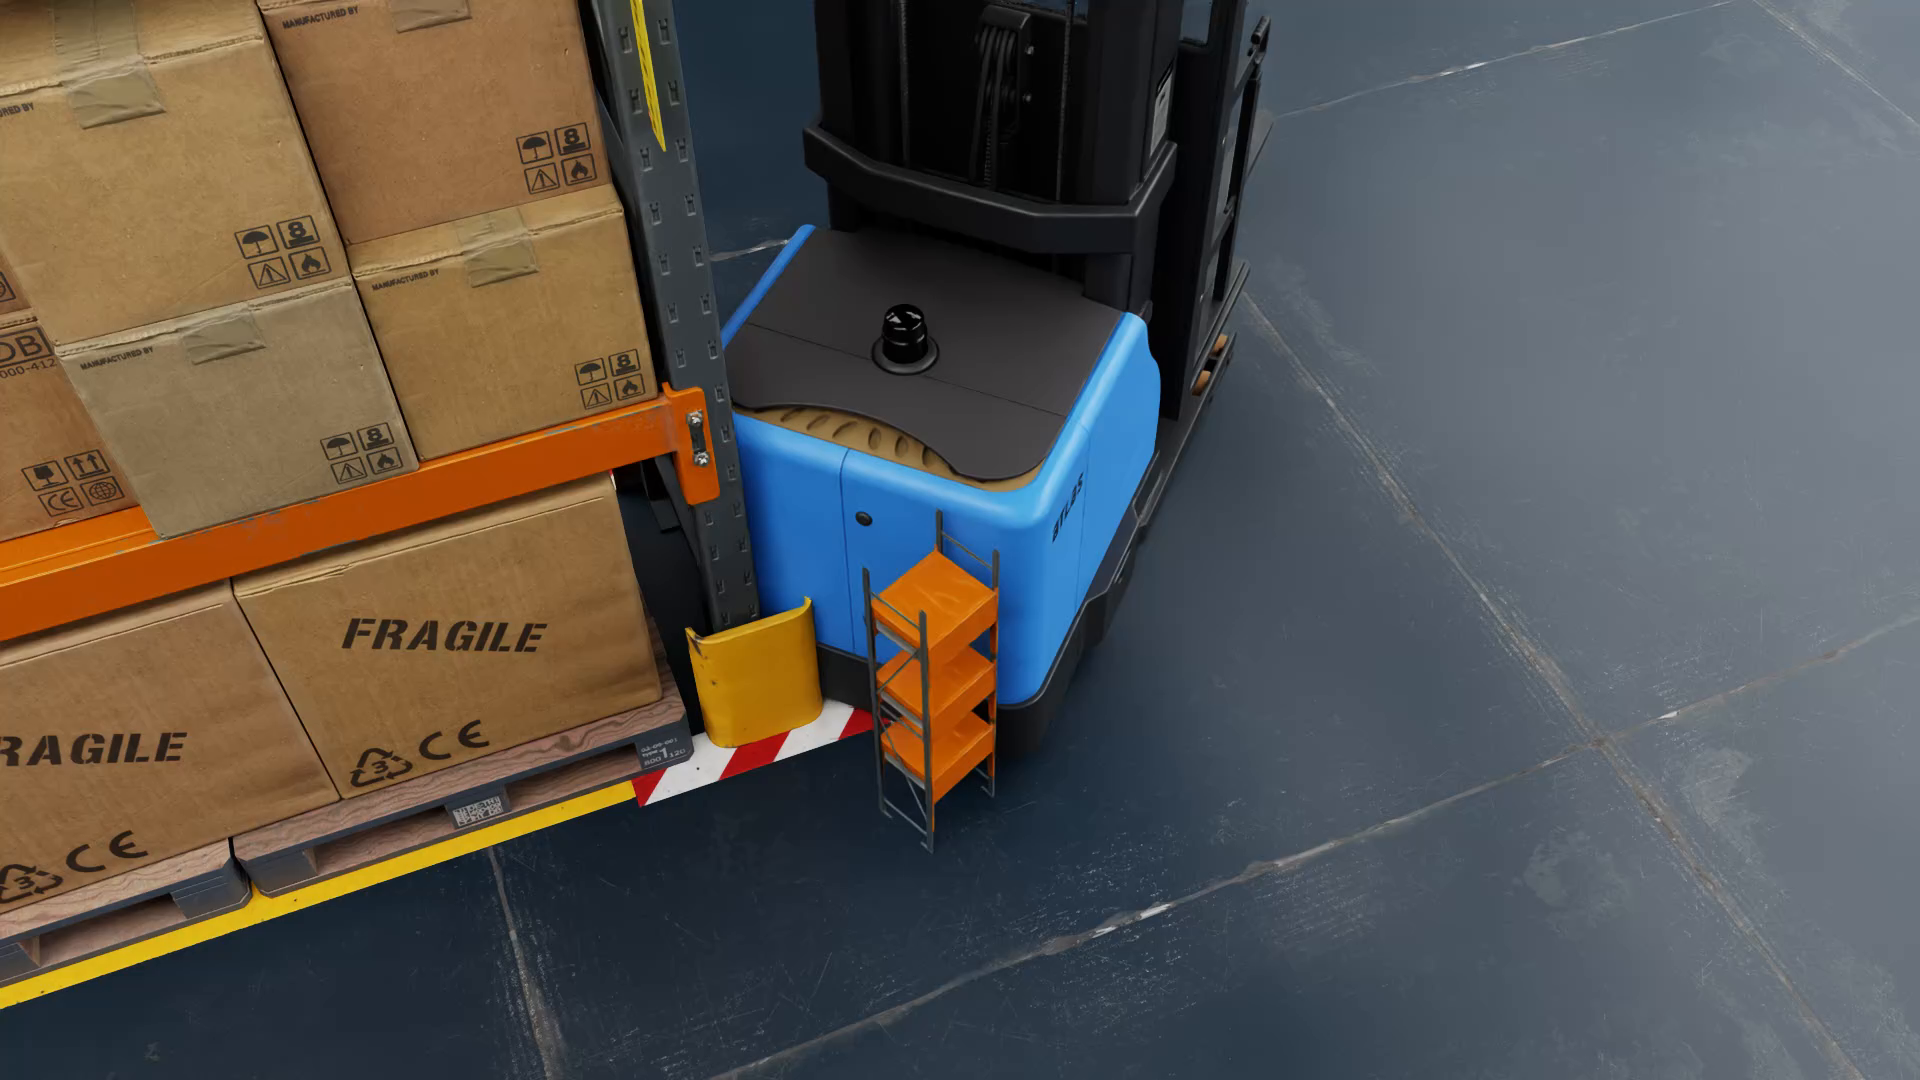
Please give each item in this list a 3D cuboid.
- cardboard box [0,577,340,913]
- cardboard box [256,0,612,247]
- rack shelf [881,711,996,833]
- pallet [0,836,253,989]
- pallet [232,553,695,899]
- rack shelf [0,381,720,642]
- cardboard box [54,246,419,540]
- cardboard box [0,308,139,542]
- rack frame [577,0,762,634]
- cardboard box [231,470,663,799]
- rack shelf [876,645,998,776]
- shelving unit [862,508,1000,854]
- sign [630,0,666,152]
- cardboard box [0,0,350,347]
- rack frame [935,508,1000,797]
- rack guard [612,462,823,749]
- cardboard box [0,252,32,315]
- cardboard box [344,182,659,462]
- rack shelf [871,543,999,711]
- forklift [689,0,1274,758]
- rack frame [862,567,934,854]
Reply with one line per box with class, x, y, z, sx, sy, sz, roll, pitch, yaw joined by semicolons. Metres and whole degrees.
cardboard box;-2.197;0.230;4.199;0.875;0.875;0.875;-18;52;-15
cardboard box;-1.139;-1.142;3.443;0.550;0.550;0.875;-17;52;-14
rack shelf;-0.064;0.577;4.442;0.215;0.259;0.240;35;58;27
pallet;-2.619;0.720;4.493;1.213;0.211;1.003;-17;52;-14
pallet;-1.491;0.373;4.791;1.213;0.211;1.003;-17;52;-14
rack shelf;-2.632;-0.012;3.757;4.000;0.370;1.077;-17;52;-14
cardboard box;-1.608;-0.558;3.653;0.550;0.550;0.875;-17;52;-14
cardboard box;-2.174;-0.485;3.591;0.550;0.550;0.875;-17;52;-14
rack frame;-0.781;-0.820;3.977;0.127;3.000;1.000;-17;52;-14
cardboard box;-1.383;-0.024;4.417;0.875;0.875;0.875;-17;51;-14
rack shelf;-0.065;0.396;4.231;0.215;0.259;0.240;35;58;27
shelving unit;-0.065;0.389;4.223;0.215;1.050;0.252;35;58;27
sign;-0.588;-0.890;3.117;0.005;0.325;0.100;-17;52;-14
cardboard box;-1.613;-0.919;3.251;0.550;0.550;0.875;-17;52;-14
rack frame;0.018;0.321;4.281;0.200;1.050;0.008;35;58;27
rack guard;-0.758;-0.013;4.931;0.348;0.500;1.175;-17;52;-14
cardboard box;-2.183;-0.854;3.195;0.550;0.550;0.875;-17;52;-14
cardboard box;-1.107;-0.731;3.801;0.550;0.550;0.875;-17;52;-14
rack shelf;-0.066;0.211;4.016;0.215;0.259;0.240;35;58;27
forklift;0.297;-1.487;4.595;1.130;2.935;3.031;18;52;15
rack frame;-0.149;0.456;4.166;0.200;1.050;0.008;35;58;27
